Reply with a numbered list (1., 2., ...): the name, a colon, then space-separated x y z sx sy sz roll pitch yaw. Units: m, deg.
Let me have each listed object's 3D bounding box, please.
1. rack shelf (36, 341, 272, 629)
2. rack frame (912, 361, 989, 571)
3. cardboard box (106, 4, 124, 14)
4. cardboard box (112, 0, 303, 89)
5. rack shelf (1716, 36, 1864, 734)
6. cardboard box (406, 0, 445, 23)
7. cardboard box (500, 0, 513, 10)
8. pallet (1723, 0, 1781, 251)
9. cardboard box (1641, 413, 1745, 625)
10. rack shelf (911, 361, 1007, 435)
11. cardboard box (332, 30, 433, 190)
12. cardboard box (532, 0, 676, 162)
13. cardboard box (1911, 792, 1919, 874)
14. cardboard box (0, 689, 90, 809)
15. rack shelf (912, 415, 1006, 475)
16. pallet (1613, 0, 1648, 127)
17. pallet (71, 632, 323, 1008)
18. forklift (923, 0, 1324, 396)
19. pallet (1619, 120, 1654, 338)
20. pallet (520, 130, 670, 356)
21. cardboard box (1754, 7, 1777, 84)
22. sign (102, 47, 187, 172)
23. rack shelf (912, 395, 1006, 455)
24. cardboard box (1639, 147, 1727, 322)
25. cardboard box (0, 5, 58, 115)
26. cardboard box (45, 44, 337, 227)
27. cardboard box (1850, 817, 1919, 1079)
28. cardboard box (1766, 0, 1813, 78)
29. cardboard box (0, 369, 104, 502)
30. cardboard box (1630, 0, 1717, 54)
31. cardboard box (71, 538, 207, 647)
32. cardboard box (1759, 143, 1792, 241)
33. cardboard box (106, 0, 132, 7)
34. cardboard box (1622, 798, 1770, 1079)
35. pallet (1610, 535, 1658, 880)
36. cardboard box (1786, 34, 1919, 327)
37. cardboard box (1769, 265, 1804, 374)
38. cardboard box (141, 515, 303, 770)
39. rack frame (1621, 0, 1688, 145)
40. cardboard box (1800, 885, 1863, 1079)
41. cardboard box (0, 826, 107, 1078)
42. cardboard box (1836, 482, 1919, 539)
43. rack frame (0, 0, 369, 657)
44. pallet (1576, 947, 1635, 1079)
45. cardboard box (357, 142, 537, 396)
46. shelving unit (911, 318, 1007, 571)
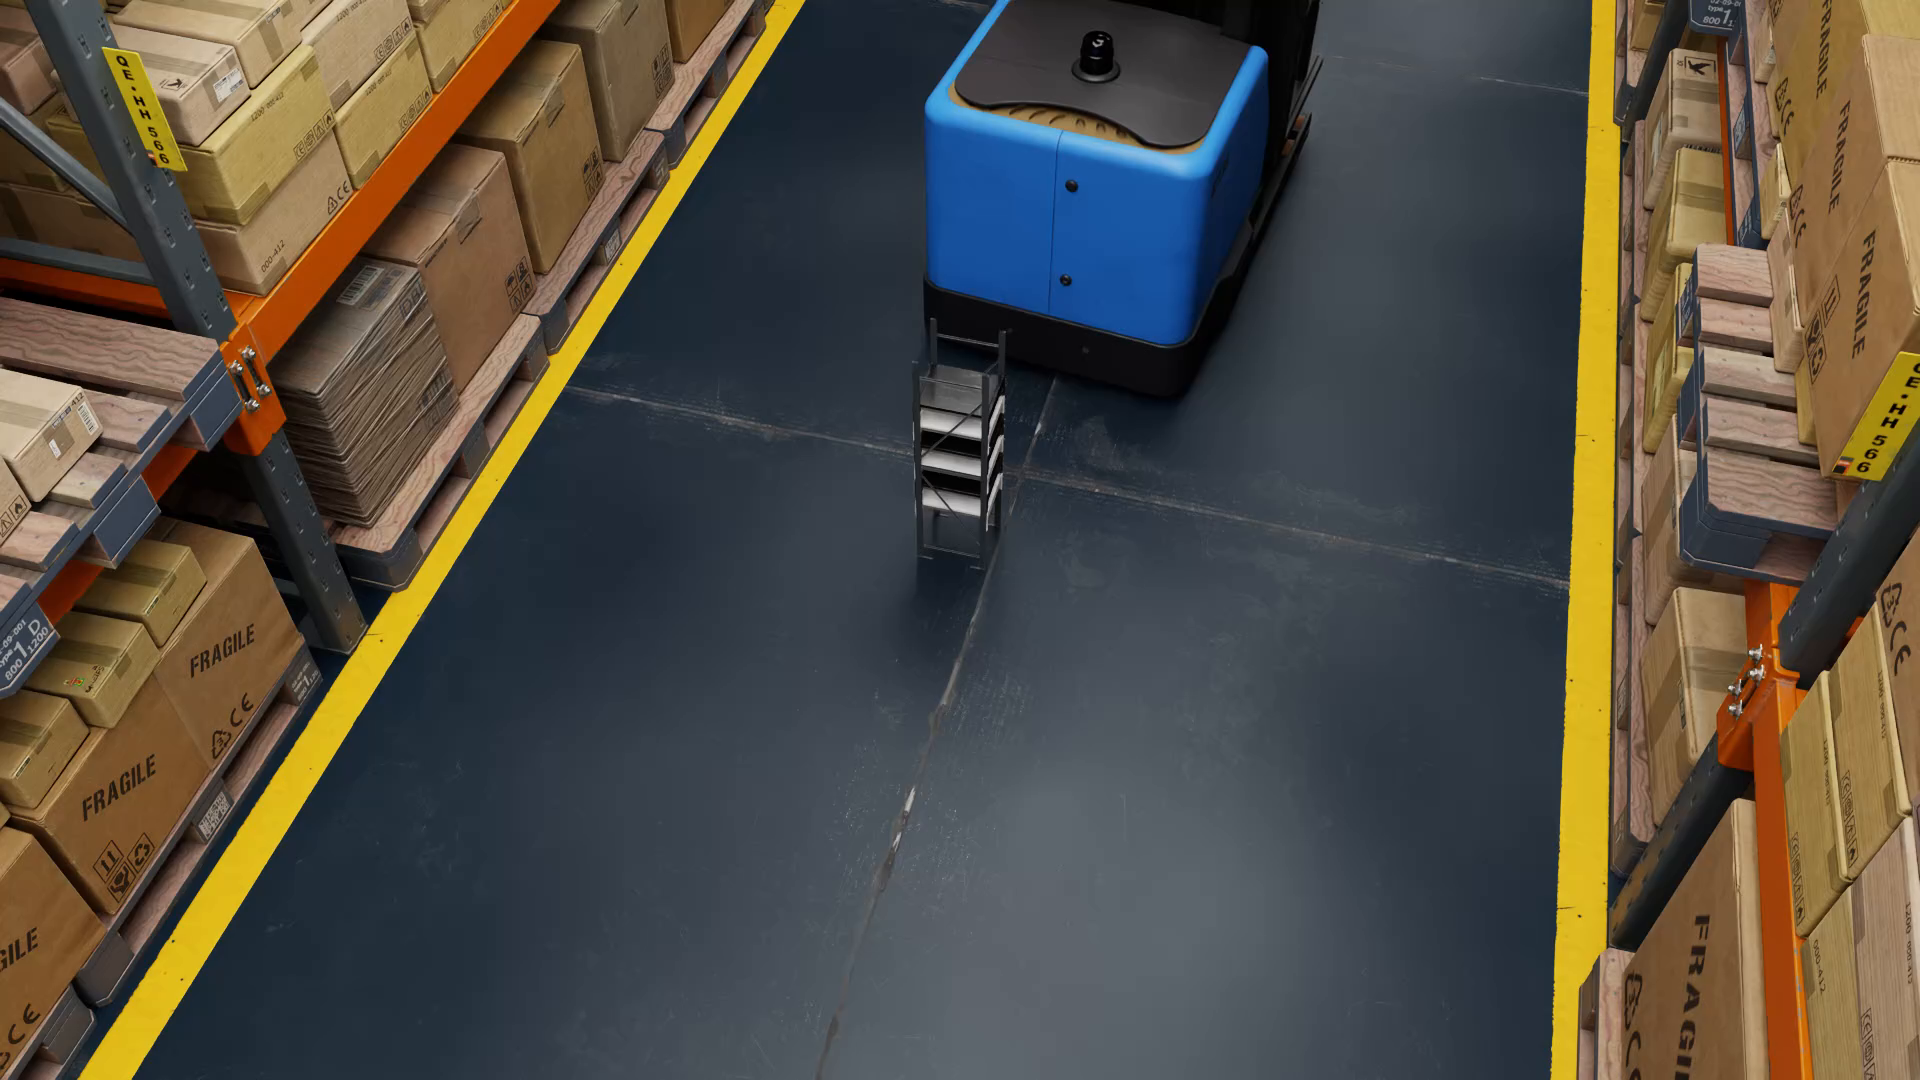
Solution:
1. rack shelf: -2.976 0.929 3.409 1.077 0.370 4.000 12 50 10
2. rack frame: -0.029 -0.218 5.343 0.240 0.900 0.006 12 50 10
3. cardboard box: -2.467 -1.621 4.947 0.500 0.250 0.500 12 50 10
4. cardboard box: -2.013 -1.369 4.458 0.380 0.149 0.250 13 50 11
5. rack shelf: 2.866 -0.987 5.100 1.077 0.370 4.000 12 50 10
6. cardboard box: -1.809 -1.881 5.176 0.500 0.250 0.500 10 49 9
7. cardboard box: -1.693 -2.090 5.694 0.500 0.250 0.500 13 50 11
8. pallet: 2.821 -1.155 4.897 1.003 0.211 1.213 12 50 10
9. cardboard box: 2.685 0.010 5.213 0.950 0.372 0.625 11 49 9
10. rack shelf: -0.002 -0.449 5.230 0.258 0.077 0.200 12 50 10
11. cardboard box: -1.960 -1.341 5.033 0.500 0.250 0.500 11 49 9
12. cardboard box: -1.735 -2.062 6.873 0.875 0.625 0.625 11 50 10
13. cardboard box: 1.853 0.527 2.551 0.500 0.500 0.500 12 50 10
14. cardboard box: -2.489 0.511 4.253 0.380 0.149 0.250 10 49 9
15. rack shelf: -0.002 -0.329 5.365 0.258 0.077 0.200 12 50 10
16. pallet: 3.535 -2.242 7.588 1.003 0.211 1.213 12 50 10
17. pallet: -2.683 0.700 4.991 1.003 0.211 1.213 12 50 10
18. forklift: 0.878 -2.627 6.114 1.130 2.935 3.031 17 51 14
19. pallet: 3.189 -1.186 6.656 1.003 0.211 1.213 12 50 10
20. pallet: -1.872 -1.300 6.756 1.003 0.211 1.213 12 50 10
21. cardboard box: 2.573 -1.453 4.919 0.380 0.149 0.250 13 50 11
22. sign: -1.924 -1.012 3.923 0.100 0.325 0.005 12 50 10
23. rack shelf: -0.002 -0.389 5.297 0.258 0.077 0.200 12 50 10
24. cardboard box: 3.071 -1.041 6.140 0.950 0.372 0.625 14 50 12
25. cardboard box: -2.559 -1.278 4.378 0.380 0.149 0.250 13 50 11
26. cardboard box: -2.073 -1.139 4.521 0.500 0.250 0.500 12 50 10
27. cardboard box: 1.831 0.797 2.812 0.500 0.250 0.500 13 50 11
28. cardboard box: 2.593 -1.569 4.589 0.500 0.500 0.500 10 49 8
29. cardboard box: -2.252 -0.260 3.866 0.380 0.149 0.250 12 50 11
30. cardboard box: 3.289 -2.381 7.405 0.500 0.250 0.500 14 50 12
31. cardboard box: -2.335 0.126 4.593 0.380 0.149 0.250 9 49 8
32. cardboard box: 2.356 -0.899 4.431 0.380 0.149 0.250 12 50 11
33. cardboard box: -2.471 -1.665 4.719 0.380 0.149 0.250 12 50 10
34. cardboard box: 2.078 1.269 3.766 0.875 0.875 0.875 11 50 10
35. pallet: 2.547 0.579 5.098 1.003 0.211 1.213 12 50 10
36. cardboard box: 2.317 -0.809 3.918 0.500 0.500 0.500 11 49 9
37. cardboard box: 2.223 -0.517 4.093 0.380 0.149 0.250 11 50 10
38. cardboard box: -2.354 0.281 4.888 0.500 0.500 0.500 13 50 11
39. rack frame: 3.393 -2.672 6.107 1.000 3.000 0.127 12 50 10
40. cardboard box: 1.850 0.950 3.011 0.500 0.250 0.500 10 49 9
41. cardboard box: -2.631 1.020 4.236 0.500 0.500 0.500 14 50 12
42. cardboard box: 2.199 -0.118 3.741 0.380 0.149 0.250 13 50 11
43. rack frame: -2.450 -0.755 4.416 1.000 3.000 0.127 12 50 10
44. pallet: 2.060 1.700 4.109 1.003 0.211 1.213 12 50 10
45. cardboard box: -2.108 -1.031 5.963 0.875 0.625 0.625 13 50 11
46. shelving unit: -0.002 -0.292 5.407 0.258 0.900 0.210 12 50 10
